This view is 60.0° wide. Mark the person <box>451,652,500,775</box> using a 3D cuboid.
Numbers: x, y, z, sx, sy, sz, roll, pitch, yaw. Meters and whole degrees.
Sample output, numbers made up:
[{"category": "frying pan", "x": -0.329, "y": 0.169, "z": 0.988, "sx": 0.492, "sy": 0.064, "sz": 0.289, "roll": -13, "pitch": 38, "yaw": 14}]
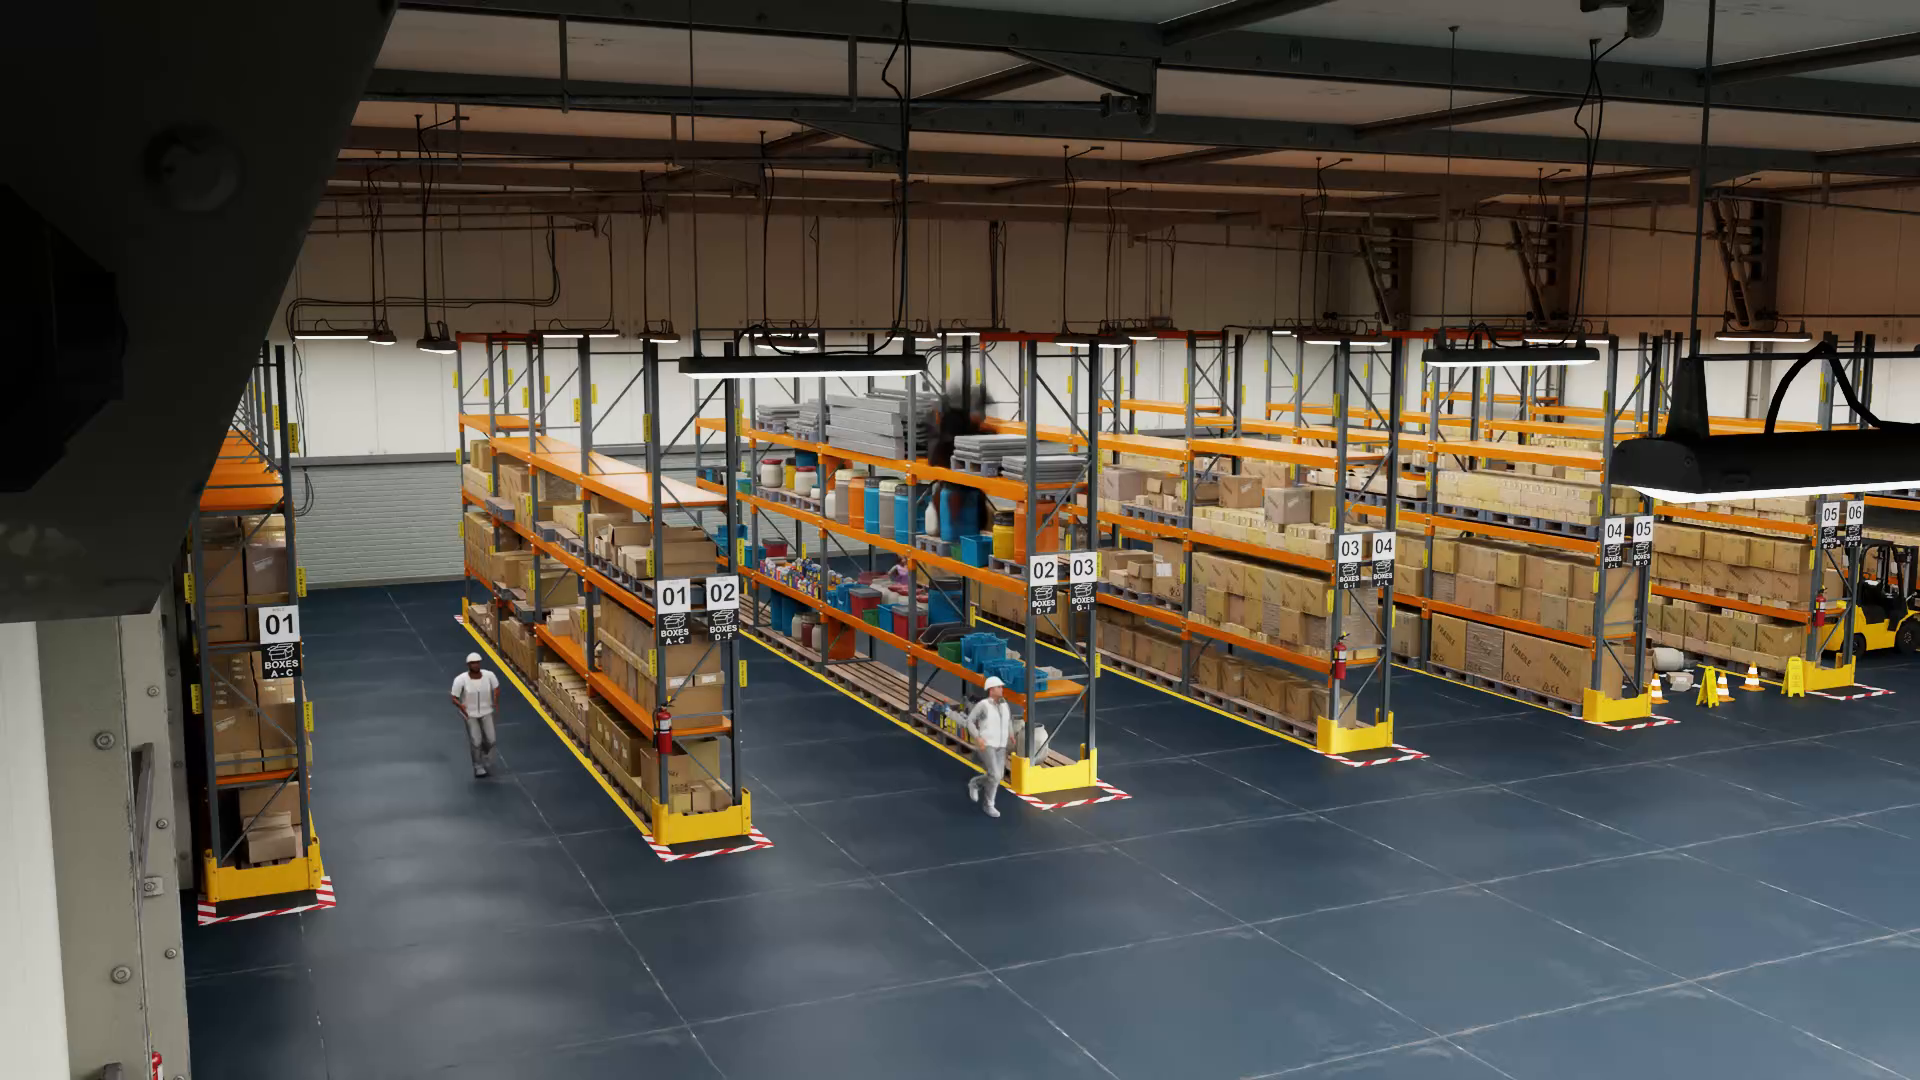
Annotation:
[{"category": "person", "x": -6.625, "y": 2.397, "z": 22.874, "sx": 0.674, "sy": 1.721, "sz": 0.569, "roll": -4, "pitch": 9, "yaw": -27}]

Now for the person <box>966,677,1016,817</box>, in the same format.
[{"category": "person", "x": 0.389, "y": 2.617, "z": 21.358, "sx": 0.703, "sy": 1.741, "sz": 0.658, "roll": -7, "pitch": 11, "yaw": -43}]

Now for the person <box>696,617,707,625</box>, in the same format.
[{"category": "person", "x": -4.843, "y": 1.391, "z": 30.737, "sx": 0.615, "sy": 1.624, "sz": 0.727, "roll": -4, "pitch": 9, "yaw": -28}]

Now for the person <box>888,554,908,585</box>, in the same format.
[{"category": "person", "x": -1.153, "y": 1.044, "z": 33.214, "sx": 0.537, "sy": 1.574, "sz": 0.873, "roll": -6, "pitch": 10, "yaw": -38}]
